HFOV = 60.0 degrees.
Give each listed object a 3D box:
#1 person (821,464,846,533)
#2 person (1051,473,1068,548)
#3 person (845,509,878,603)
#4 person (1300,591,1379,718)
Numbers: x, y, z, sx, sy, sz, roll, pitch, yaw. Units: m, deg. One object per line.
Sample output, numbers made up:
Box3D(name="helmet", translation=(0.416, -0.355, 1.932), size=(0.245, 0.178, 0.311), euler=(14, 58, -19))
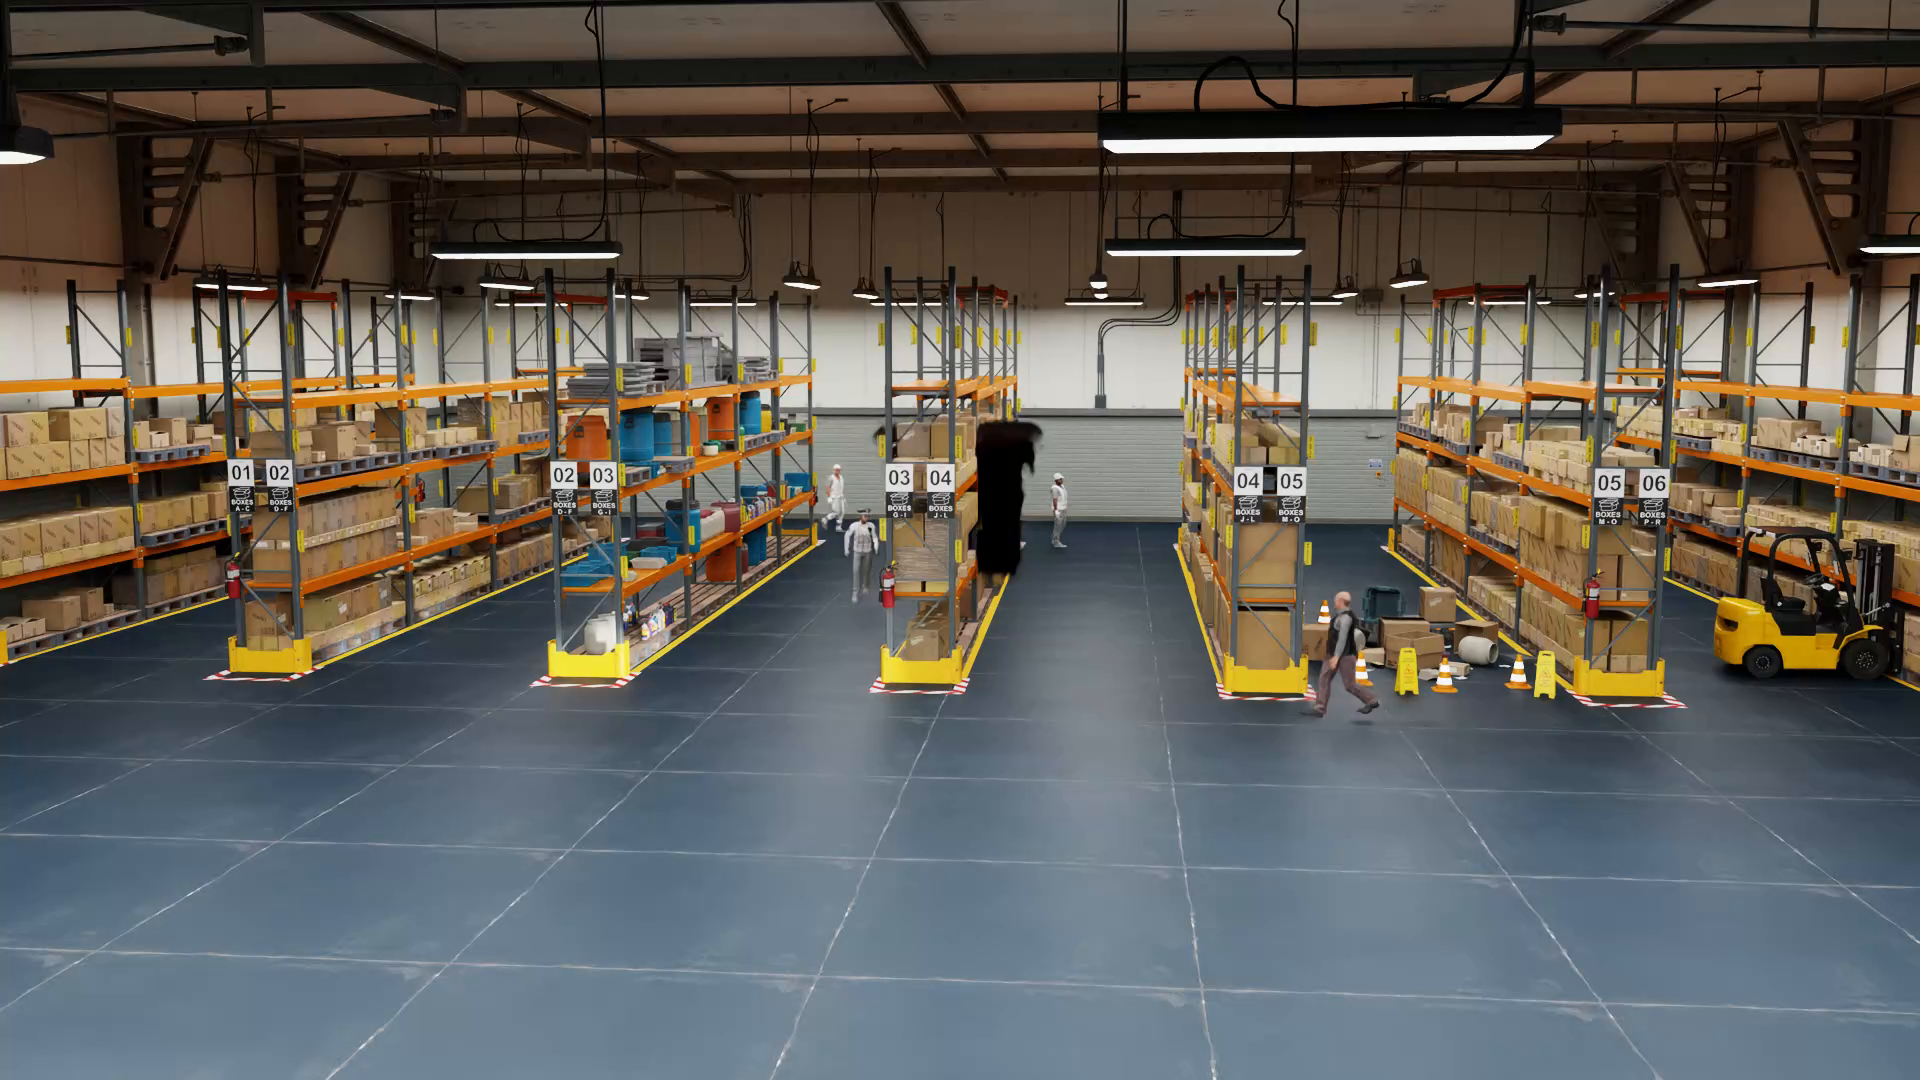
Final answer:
Box3D(name="person", translation=(-3.220, -1.069, 42.716), size=(0.642, 1.769, 0.563), euler=(3, 8, 25))
Box3D(name="person", translation=(2.378, -0.718, 39.797), size=(0.436, 1.789, 0.631), euler=(3, 8, 24))
Box3D(name="person", translation=(-1.789, 0.246, 30.220), size=(0.642, 1.667, 0.919), euler=(1, 7, 5))
Box3D(name="person", translation=(5.033, 1.520, 21.863), size=(0.981, 1.697, 0.500), euler=(-2, 7, -16))
